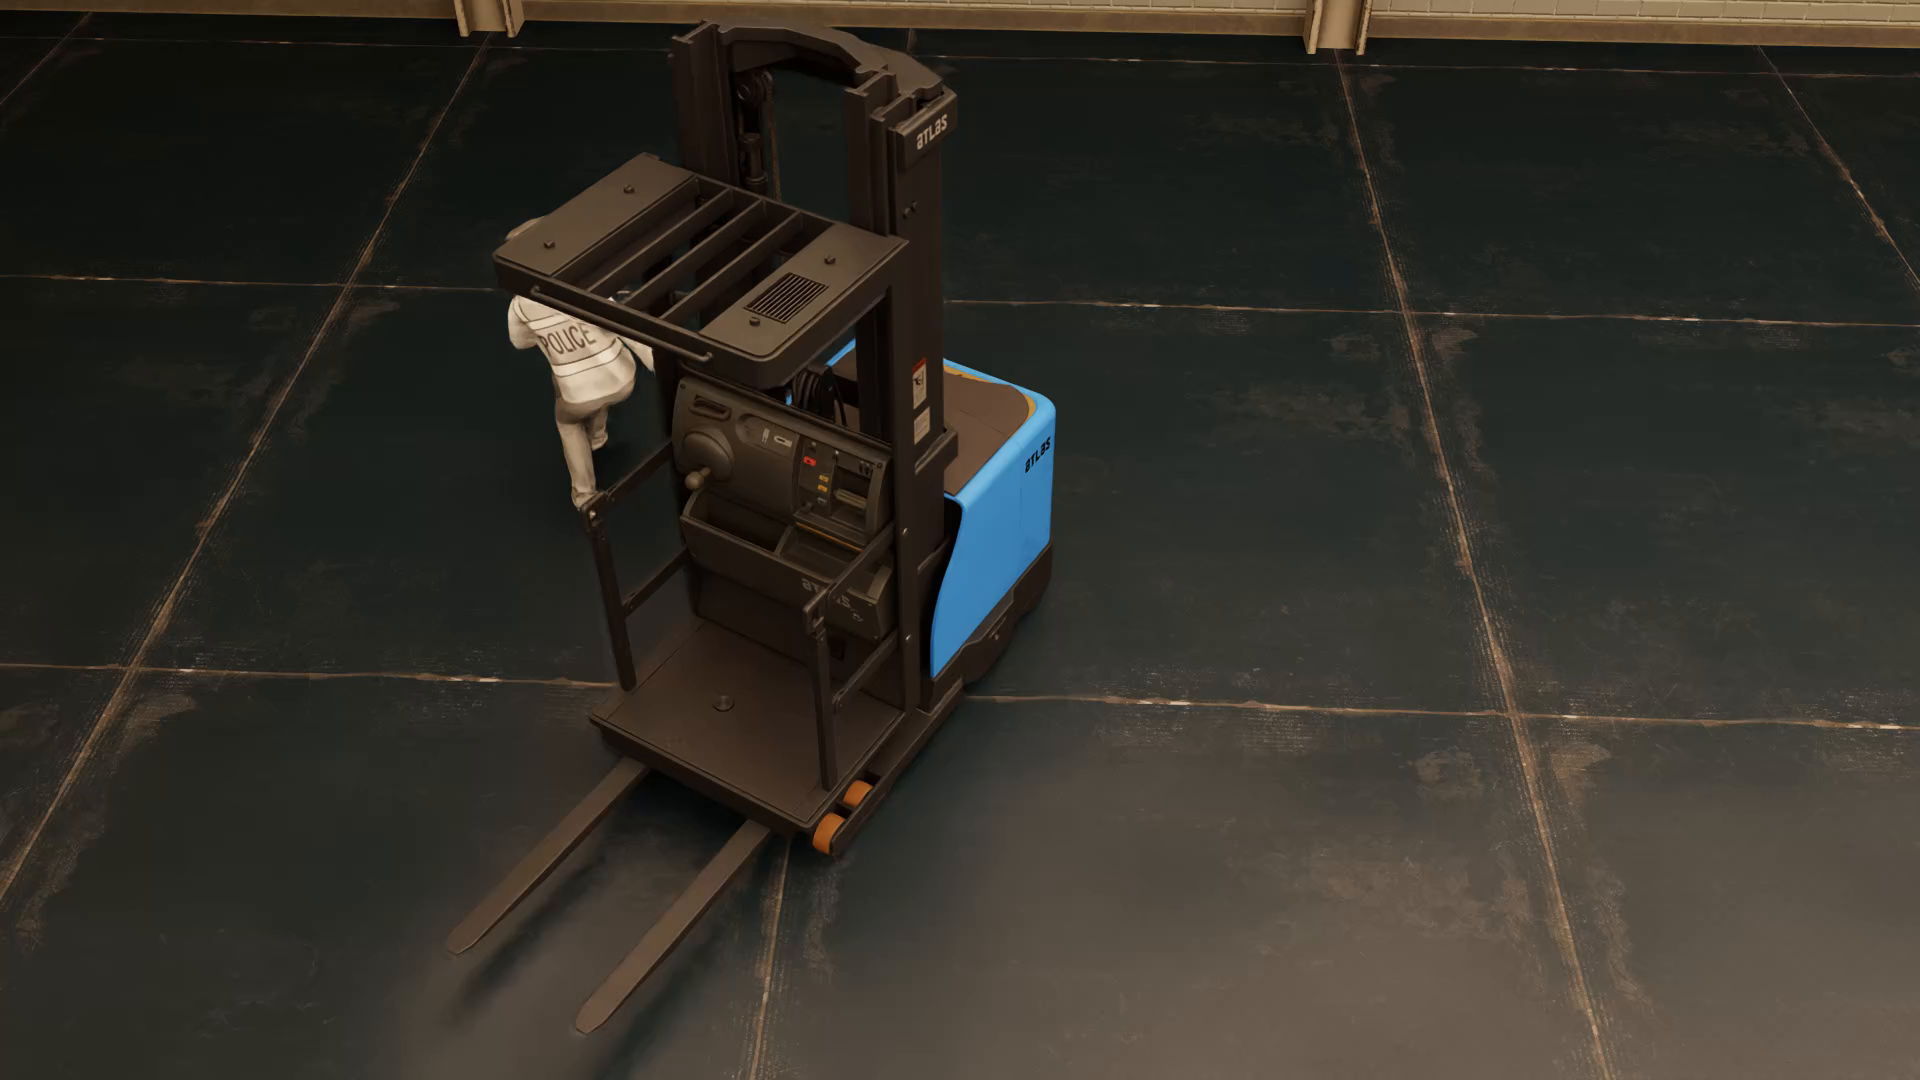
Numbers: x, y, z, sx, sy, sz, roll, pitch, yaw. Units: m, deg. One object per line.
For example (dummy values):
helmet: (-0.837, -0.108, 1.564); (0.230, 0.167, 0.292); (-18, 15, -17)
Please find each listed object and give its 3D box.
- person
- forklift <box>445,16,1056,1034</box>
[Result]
person: (-1.719, -0.858, 7.764); (0.700, 1.502, 0.729); (-10, 43, -10)
forklift: (-0.781, -0.204, 5.965); (1.130, 2.935, 3.031); (22, 47, 23)
